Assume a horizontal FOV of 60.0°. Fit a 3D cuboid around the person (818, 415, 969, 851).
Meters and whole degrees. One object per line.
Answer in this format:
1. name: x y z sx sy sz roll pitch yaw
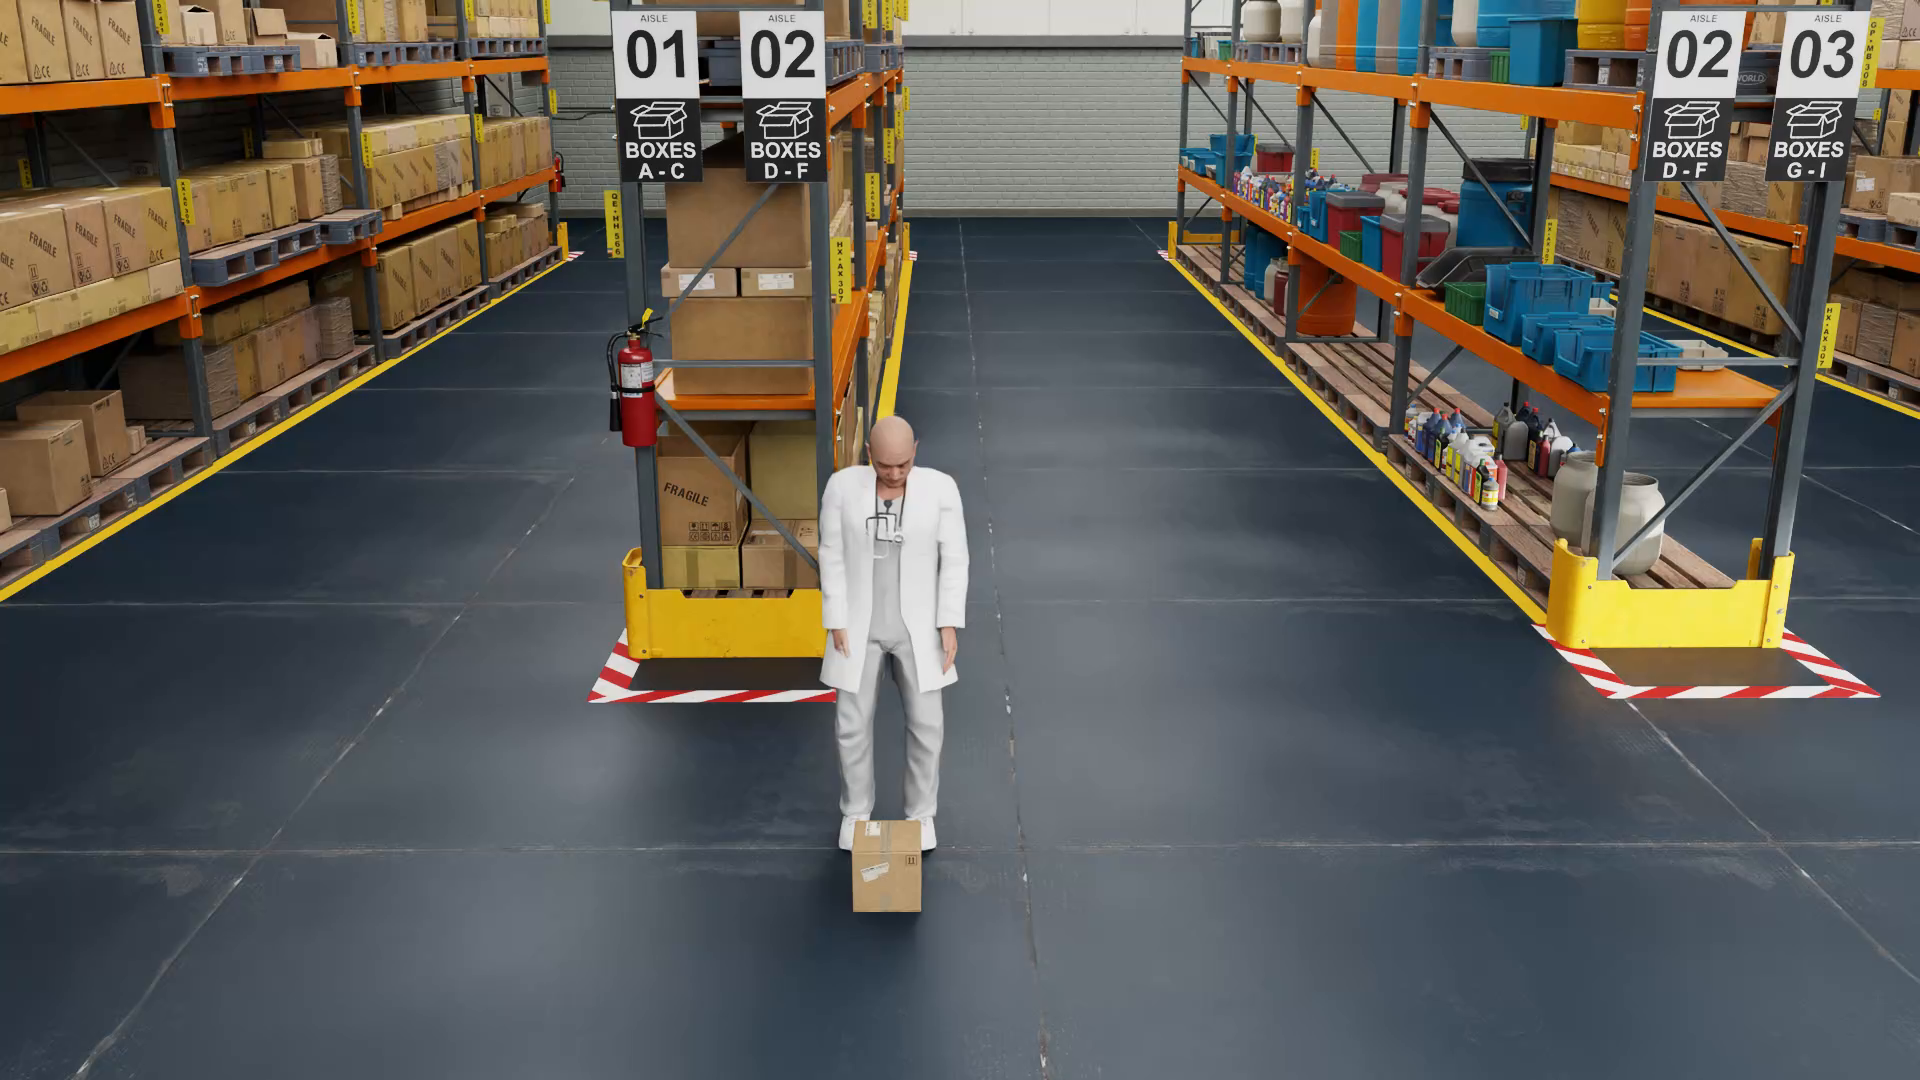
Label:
1. person: -0.257 0.357 6.469 0.583 1.746 0.396 0 17 1
